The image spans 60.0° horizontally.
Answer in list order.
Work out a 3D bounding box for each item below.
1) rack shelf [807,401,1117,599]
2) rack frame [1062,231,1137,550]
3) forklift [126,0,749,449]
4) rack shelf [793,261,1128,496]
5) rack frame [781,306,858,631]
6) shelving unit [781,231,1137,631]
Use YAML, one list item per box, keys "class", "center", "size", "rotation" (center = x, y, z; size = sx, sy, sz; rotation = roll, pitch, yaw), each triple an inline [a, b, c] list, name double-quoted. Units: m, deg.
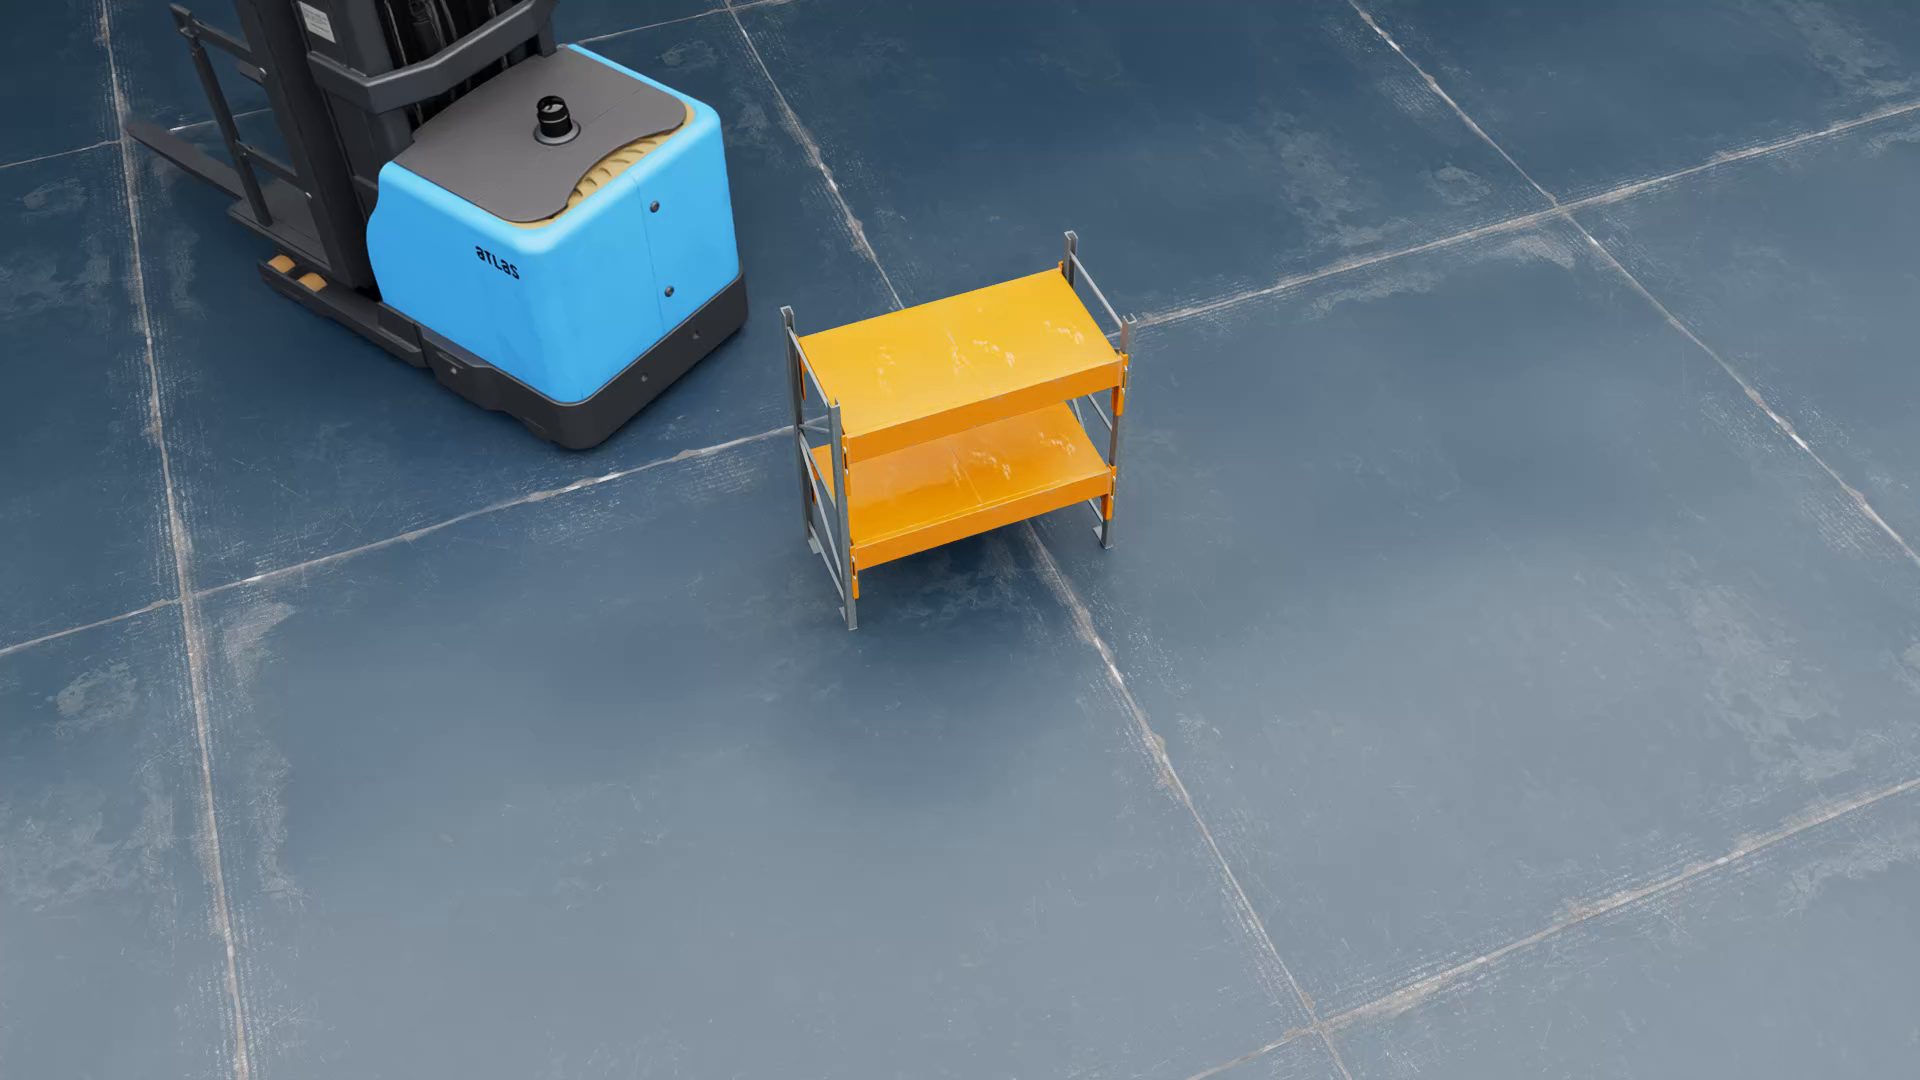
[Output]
- class: "rack shelf"
  center: [-0.006, -0.205, 6.007]
  size: [1.000, 0.278, 0.538]
  rotation: [-17, 52, -14]
- class: "rack frame"
  center: [0.464, -0.510, 5.947]
  size: [0.032, 1.125, 0.500]
  rotation: [-17, 52, -14]
- class: "forklift"
  center: [-2.377, -2.222, 6.226]
  size: [3.031, 2.935, 1.130]
  rotation: [29, 55, 22]
- class: "rack shelf"
  center: [-0.006, -0.555, 5.600]
  size: [1.000, 0.278, 0.538]
  rotation: [-17, 52, -14]
- class: "rack frame"
  center: [-0.477, -0.219, 5.696]
  size: [0.032, 1.125, 0.500]
  rotation: [-17, 52, -14]
- class: "shelving unit"
  center: [-0.006, -0.365, 5.822]
  size: [1.048, 1.125, 0.538]
  rotation: [-17, 52, -14]
